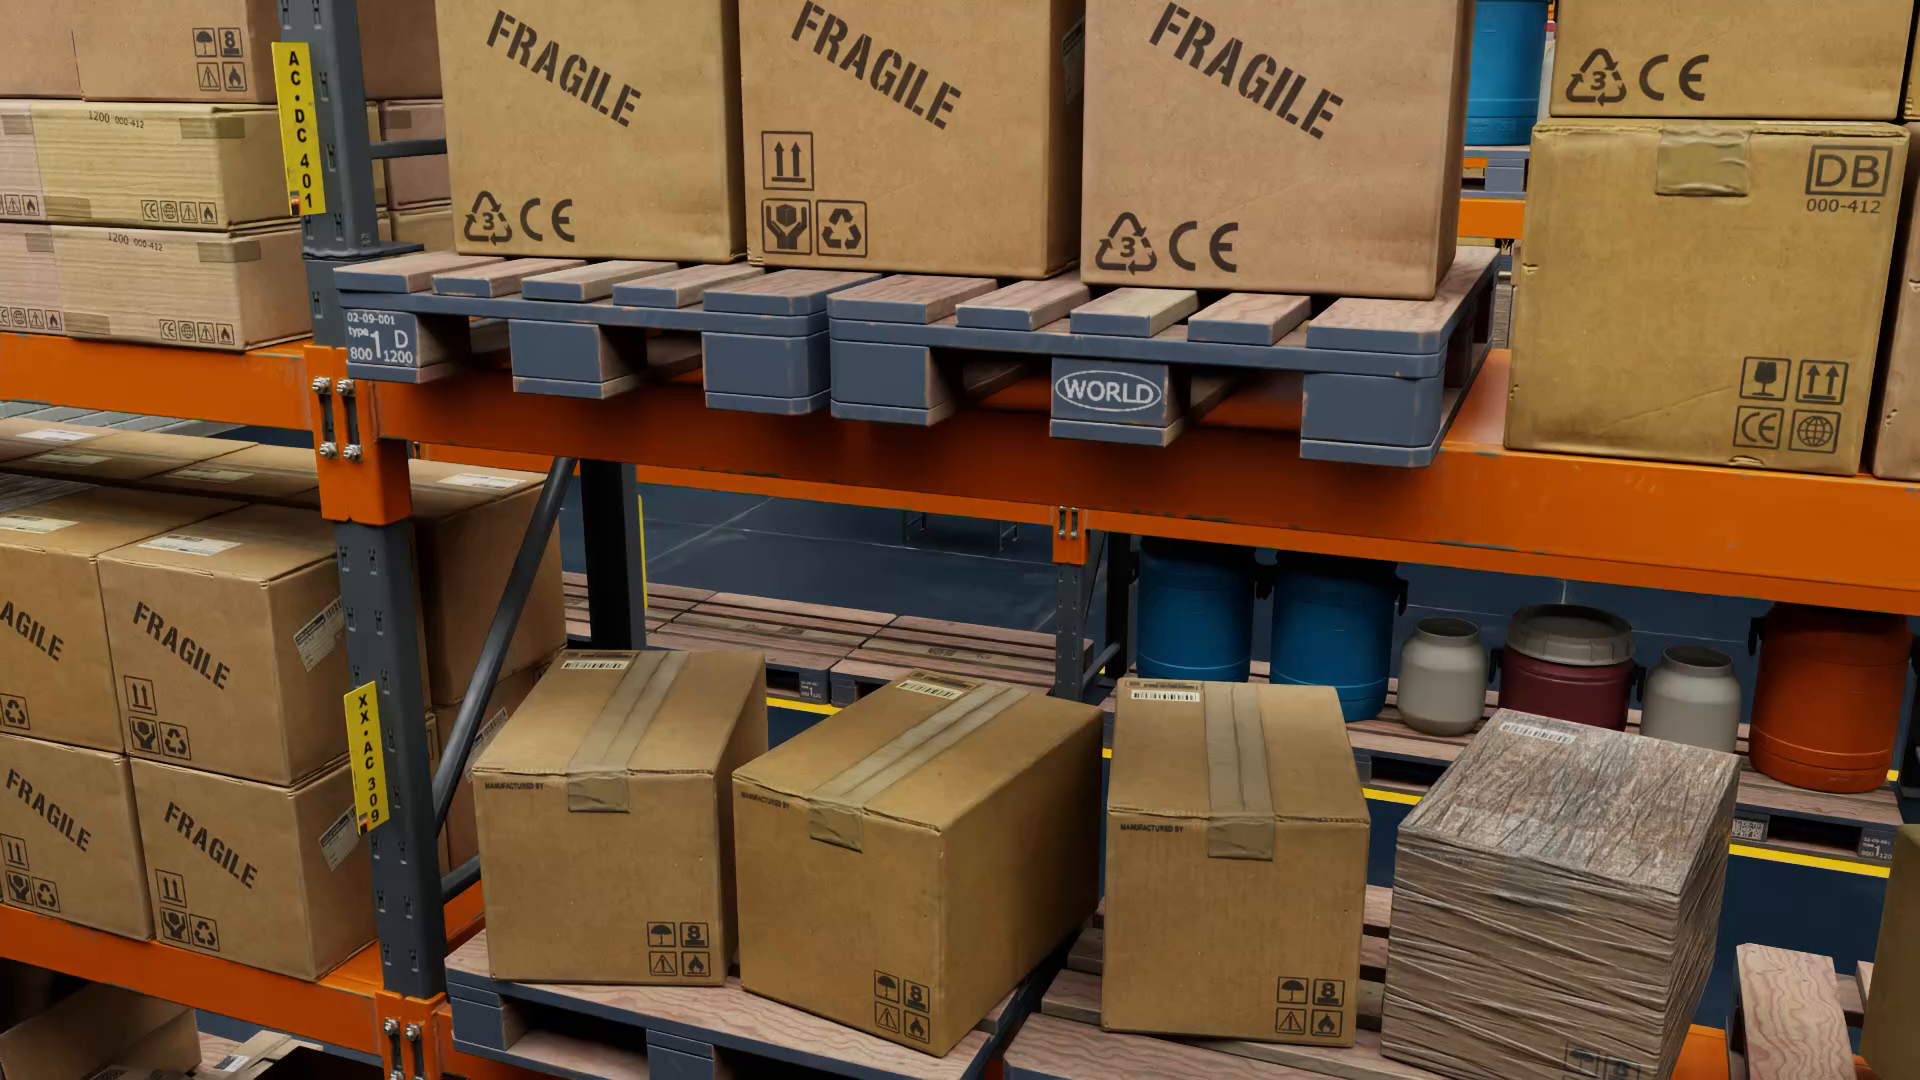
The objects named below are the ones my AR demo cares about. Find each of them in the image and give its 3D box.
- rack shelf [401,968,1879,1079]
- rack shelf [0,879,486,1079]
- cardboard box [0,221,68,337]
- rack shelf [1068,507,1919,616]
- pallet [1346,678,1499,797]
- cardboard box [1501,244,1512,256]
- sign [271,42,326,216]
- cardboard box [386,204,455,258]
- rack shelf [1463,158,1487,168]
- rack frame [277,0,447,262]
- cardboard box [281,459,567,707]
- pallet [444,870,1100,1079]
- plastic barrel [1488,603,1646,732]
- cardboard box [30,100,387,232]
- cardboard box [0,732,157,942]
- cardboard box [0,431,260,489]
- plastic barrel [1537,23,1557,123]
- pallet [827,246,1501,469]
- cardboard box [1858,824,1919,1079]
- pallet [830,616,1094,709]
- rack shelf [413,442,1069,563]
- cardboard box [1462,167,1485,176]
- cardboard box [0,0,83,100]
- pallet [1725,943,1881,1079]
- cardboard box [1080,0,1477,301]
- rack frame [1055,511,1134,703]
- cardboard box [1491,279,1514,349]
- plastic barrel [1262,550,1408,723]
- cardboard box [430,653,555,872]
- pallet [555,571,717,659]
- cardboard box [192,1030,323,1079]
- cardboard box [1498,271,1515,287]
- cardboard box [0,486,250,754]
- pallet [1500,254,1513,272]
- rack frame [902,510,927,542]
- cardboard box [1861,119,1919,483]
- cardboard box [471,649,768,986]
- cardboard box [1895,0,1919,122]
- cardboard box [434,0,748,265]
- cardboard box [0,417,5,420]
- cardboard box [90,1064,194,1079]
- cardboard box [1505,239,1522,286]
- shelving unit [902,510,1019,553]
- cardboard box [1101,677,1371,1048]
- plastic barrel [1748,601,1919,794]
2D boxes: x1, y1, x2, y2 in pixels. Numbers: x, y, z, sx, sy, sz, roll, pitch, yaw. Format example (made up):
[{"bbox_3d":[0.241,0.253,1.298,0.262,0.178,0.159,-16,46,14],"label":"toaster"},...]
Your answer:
[{"bbox_3d":[0.767,1.297,3.614,4.000,0.370,1.077,6,17,21],"label":"rack shelf"},{"bbox_3d":[-2.954,0.888,5.024,4.000,0.370,1.077,6,17,21],"label":"rack shelf"},{"bbox_3d":[-2.104,-0.656,3.941,0.500,0.250,0.500,6,17,21],"label":"cardboard box"},{"bbox_3d":[2.588,0.013,8.038,4.000,0.370,1.077,6,17,21],"label":"rack shelf"},{"bbox_3d":[2.569,1.016,8.294,1.213,0.211,1.003,6,17,21],"label":"pallet"},{"bbox_3d":[5.381,-2.940,16.616,0.250,0.149,0.380,6,17,21],"label":"cardboard box"},{"bbox_3d":[-1.285,-0.800,3.241,0.005,0.325,0.100,6,17,21],"label":"sign"},{"bbox_3d":[-1.455,-0.735,4.214,0.500,0.250,0.500,6,17,21],"label":"cardboard box"},{"bbox_3d":[4.406,-2.712,12.045,4.000,0.370,1.077,6,17,21],"label":"rack shelf"},{"bbox_3d":[-1.093,-2.134,3.382,0.127,3.000,1.000,6,17,21],"label":"rack frame"},{"bbox_3d":[-1.428,0.098,4.483,0.500,0.500,0.500,7,18,22],"label":"cardboard box"},{"bbox_3d":[-0.390,0.950,3.867,1.213,0.211,1.003,6,17,21],"label":"pallet"},{"bbox_3d":[2.937,0.668,8.066,0.708,0.588,0.600,6,17,21],"label":"plastic barrel"},{"bbox_3d":[-1.645,-0.840,3.681,0.500,0.250,0.500,6,17,21],"label":"cardboard box"},{"bbox_3d":[-2.132,0.662,4.332,0.500,0.500,0.500,7,18,22],"label":"cardboard box"},{"bbox_3d":[-2.386,-0.007,4.846,0.500,0.500,0.500,6,17,19],"label":"cardboard box"},{"bbox_3d":[2.744,-1.977,7.228,0.433,0.535,0.433,0,16,0],"label":"plastic barrel"},{"bbox_3d":[0.454,-0.413,3.172,1.003,0.211,1.213,6,17,21],"label":"pallet"},{"bbox_3d":[2.001,0.872,2.858,0.500,0.500,0.700,1,16,2],"label":"cardboard box"},{"bbox_3d":[0.029,0.737,9.256,1.213,0.211,1.003,6,17,21],"label":"pallet"},{"bbox_3d":[-1.133,-0.396,9.448,4.000,0.370,1.077,6,17,21],"label":"rack shelf"},{"bbox_3d":[6.485,-4.800,21.356,0.500,0.500,0.500,6,17,21],"label":"cardboard box"},{"bbox_3d":[-1.973,-1.349,4.087,0.500,0.500,0.700,6,17,21],"label":"cardboard box"},{"bbox_3d":[1.972,1.198,3.012,1.003,0.211,1.213,6,17,21],"label":"pallet"},{"bbox_3d":[0.590,-0.784,3.003,0.600,0.600,0.600,6,17,18],"label":"cardboard box"},{"bbox_3d":[0.728,-0.537,8.643,0.127,3.000,1.000,6,17,21],"label":"rack frame"},{"bbox_3d":[3.815,-1.655,12.315,0.500,0.500,0.500,6,17,19],"label":"cardboard box"},{"bbox_3d":[1.886,0.402,8.420,0.708,0.901,0.600,6,17,21],"label":"plastic barrel"},{"bbox_3d":[-1.467,0.577,4.628,0.500,0.500,0.500,7,18,22],"label":"cardboard box"},{"bbox_3d":[-2.240,0.488,10.116,1.213,0.211,1.003,6,17,21],"label":"pallet"},{"bbox_3d":[-2.213,1.712,5.190,0.250,0.166,0.380,6,17,21],"label":"cardboard box"},{"bbox_3d":[4.027,-1.788,12.774,0.500,0.500,0.500,6,17,20],"label":"cardboard box"},{"bbox_3d":[-2.136,0.183,4.190,0.500,0.500,0.500,6,17,20],"label":"cardboard box"},{"bbox_3d":[5.117,-2.889,17.090,1.213,0.211,1.003,6,17,21],"label":"pallet"},{"bbox_3d":[-0.334,-0.757,12.091,0.023,1.500,0.400,6,17,21],"label":"rack frame"},{"bbox_3d":[1.735,-0.420,2.681,0.500,0.500,0.910,6,17,21],"label":"cardboard box"},{"bbox_3d":[-0.735,0.604,3.780,0.500,0.500,0.700,1,16,2],"label":"cardboard box"},{"bbox_3d":[1.750,-0.911,2.577,0.500,0.500,0.500,6,17,21],"label":"cardboard box"},{"bbox_3d":[-0.652,-0.920,3.471,0.600,0.600,0.600,5,17,15],"label":"cardboard box"},{"bbox_3d":[-3.345,-0.112,5.208,0.500,0.500,0.500,7,18,22],"label":"cardboard box"},{"bbox_3d":[-2.425,1.766,4.744,0.500,0.311,0.500,6,17,21],"label":"cardboard box"},{"bbox_3d":[4.360,-2.155,12.239,0.637,0.503,0.797,7,18,22],"label":"cardboard box"},{"bbox_3d":[0.006,-0.720,11.962,0.755,1.500,0.431,6,17,21],"label":"shelving unit"},{"bbox_3d":[0.573,0.662,3.579,0.500,0.500,0.700,2,16,7],"label":"cardboard box"},{"bbox_3d":[3.987,0.667,7.634,0.708,0.830,0.600,6,17,21],"label":"plastic barrel"}]
